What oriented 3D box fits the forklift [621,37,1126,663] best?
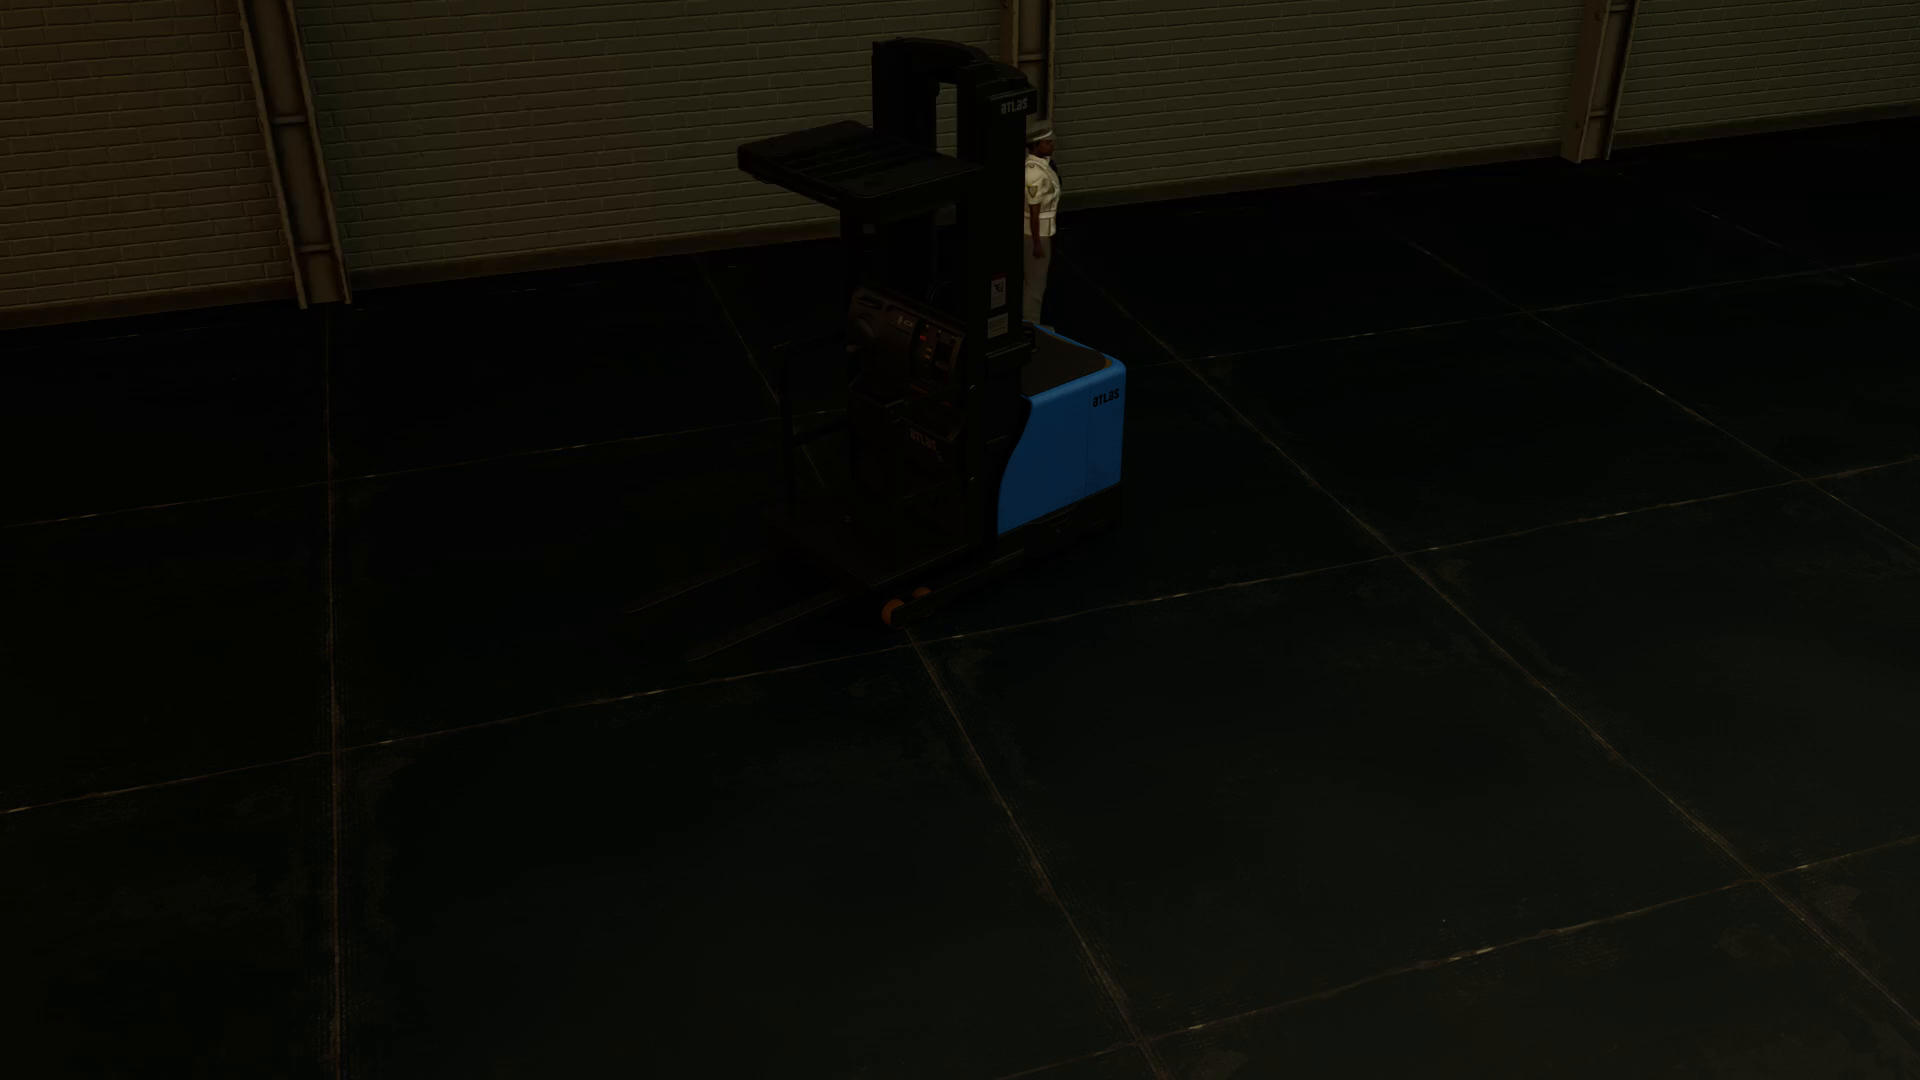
[{"bbox_3d":[-0.461,-1.072,8.951,3.031,2.935,1.130,-23,37,-34],"label":"forklift"}]

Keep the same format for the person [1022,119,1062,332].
[{"bbox_3d":[0.575,-2.259,12.262,0.341,1.693,0.446,0,30,1],"label":"person"}]
